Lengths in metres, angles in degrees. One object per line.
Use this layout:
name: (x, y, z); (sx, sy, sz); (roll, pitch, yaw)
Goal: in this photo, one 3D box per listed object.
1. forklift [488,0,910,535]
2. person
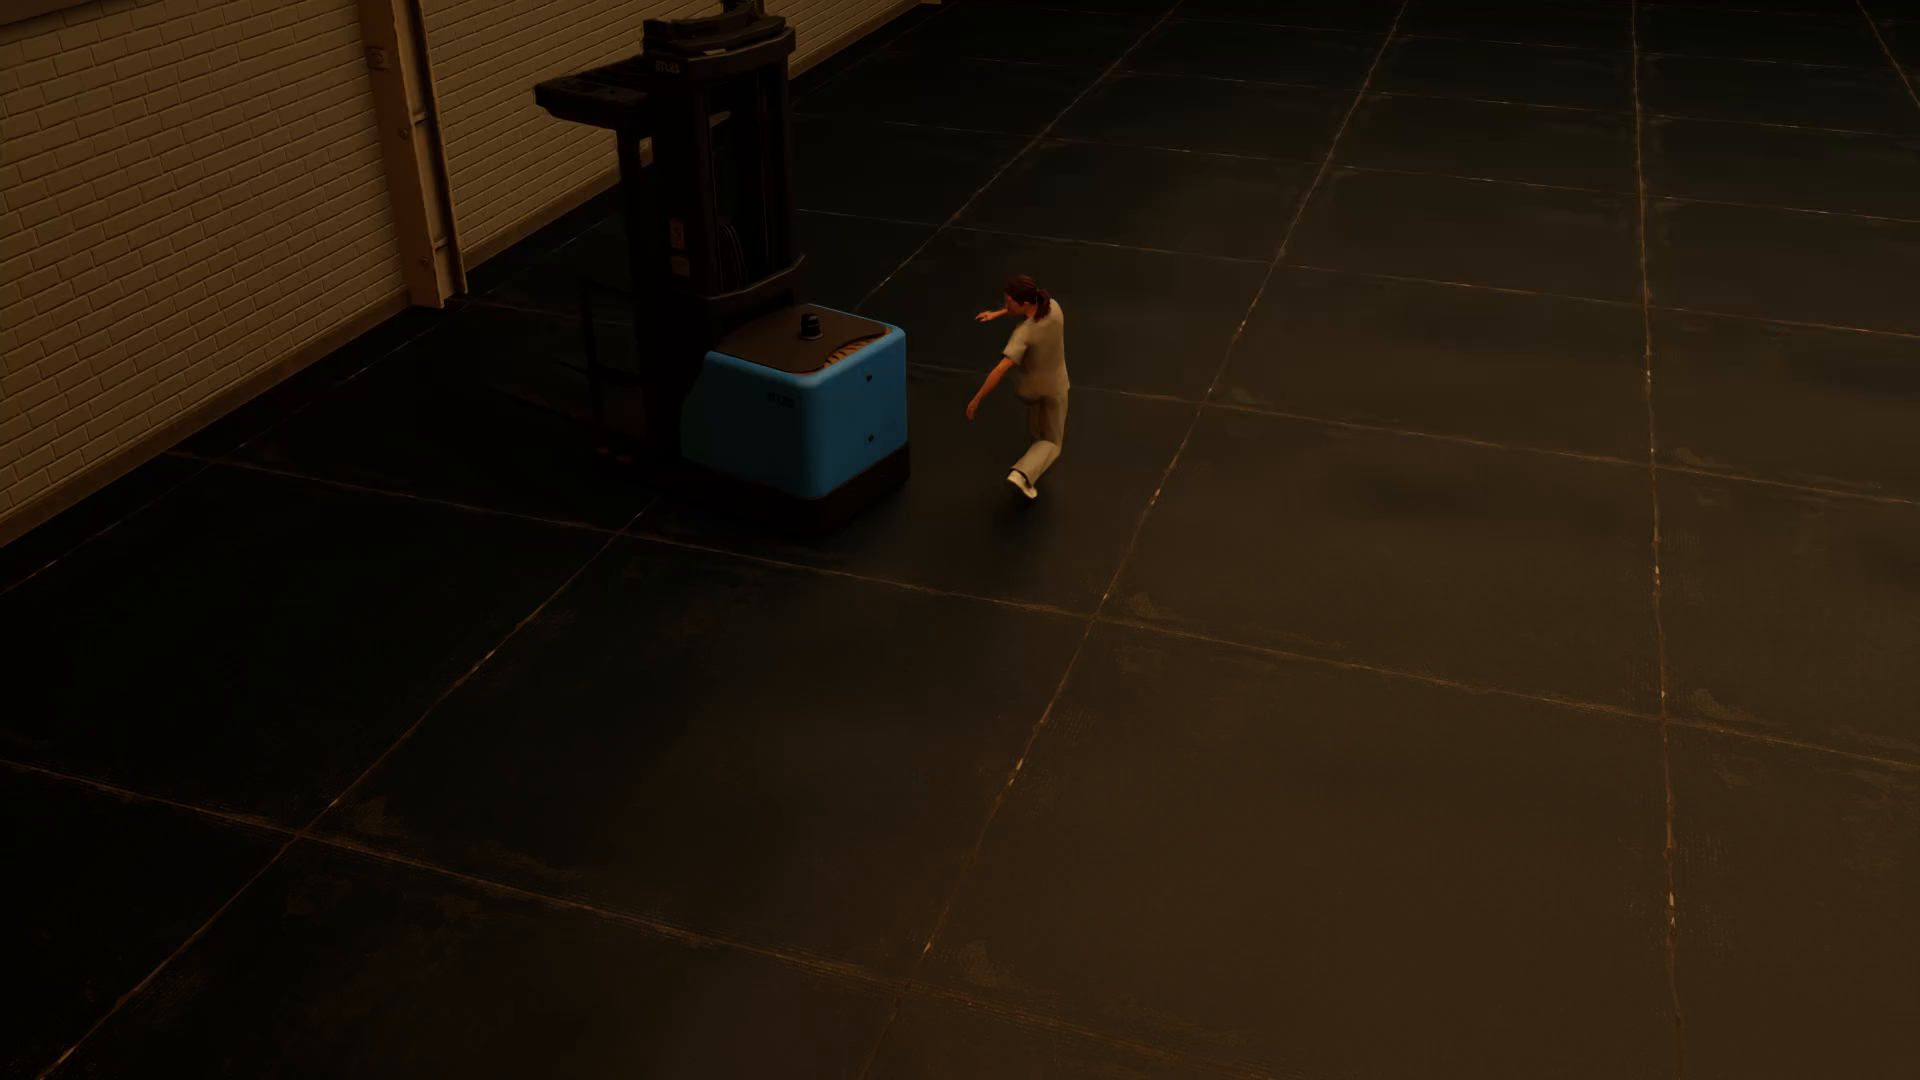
forklift: (-1.827, -1.857, 10.394); (3.031, 2.935, 1.130); (18, 34, 29)
person: (0.365, -0.983, 10.456); (0.666, 1.447, 0.942); (-1, 30, -1)
